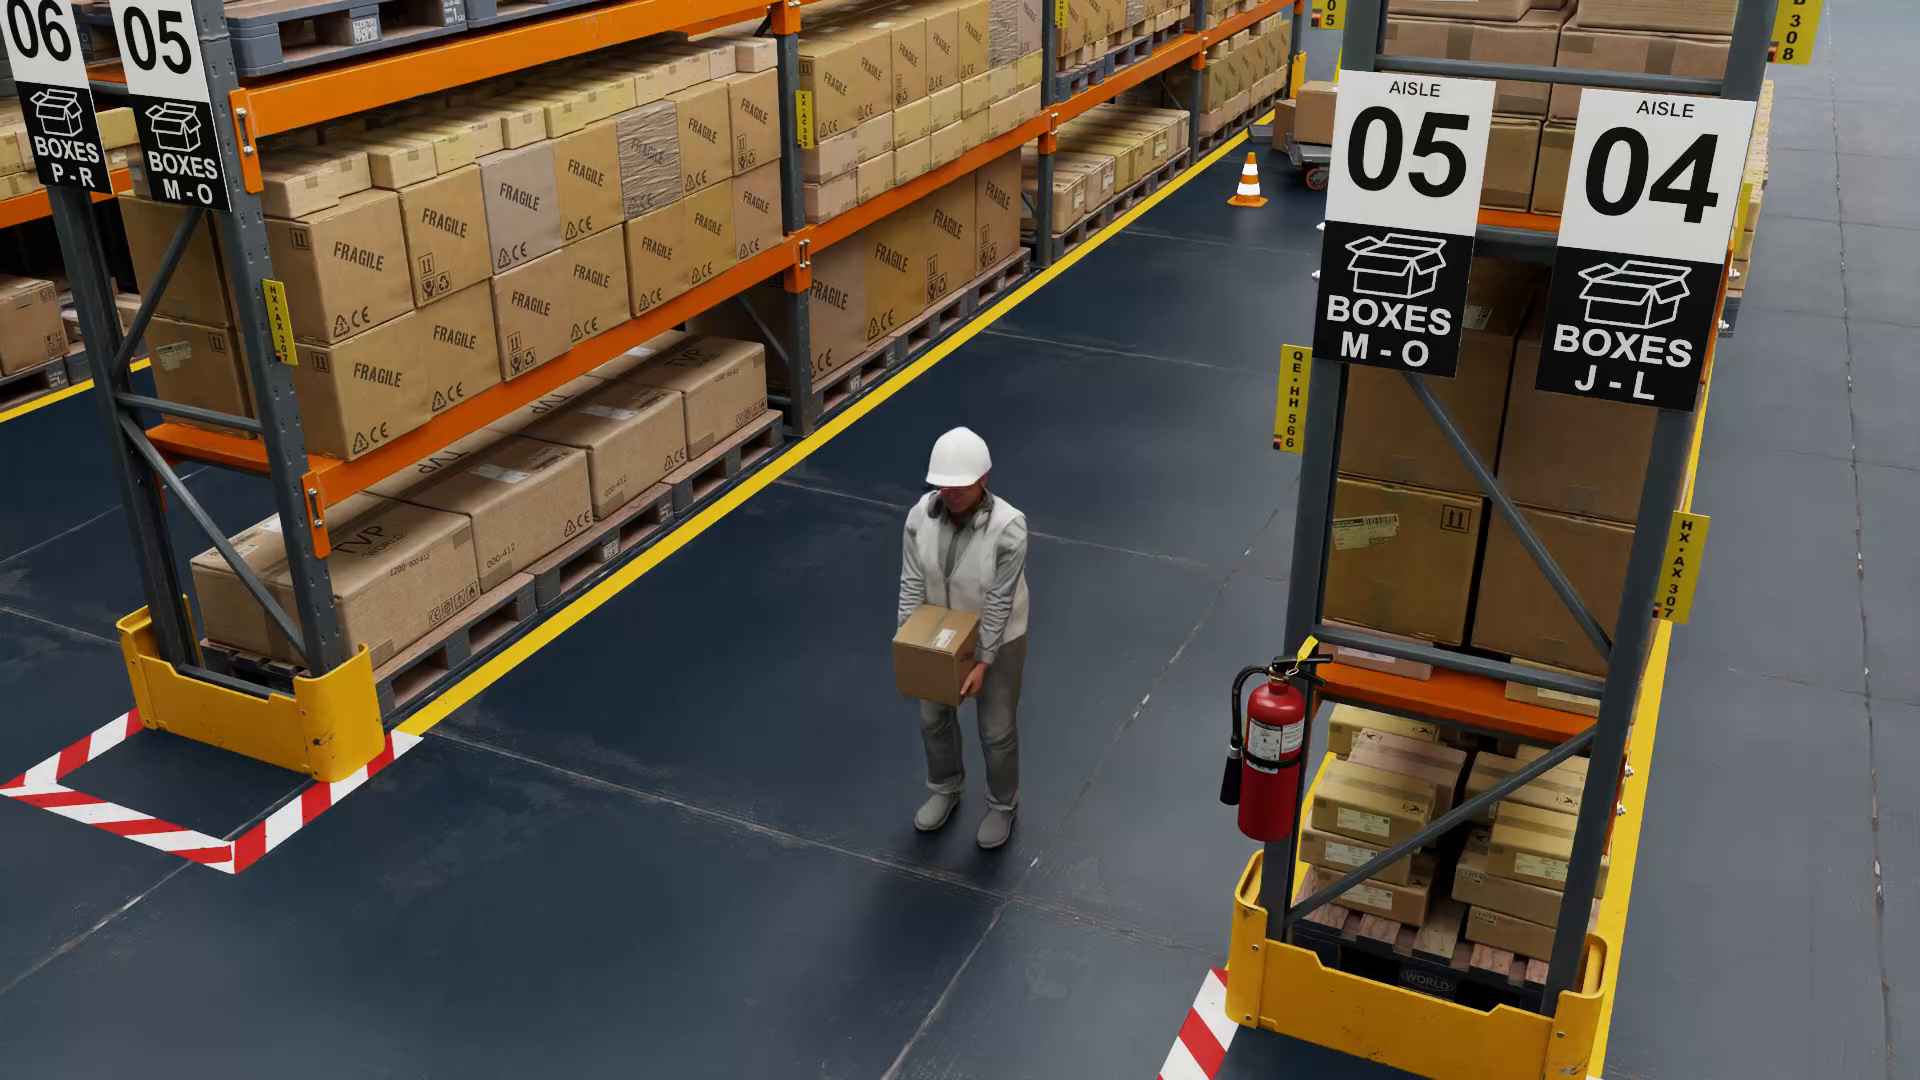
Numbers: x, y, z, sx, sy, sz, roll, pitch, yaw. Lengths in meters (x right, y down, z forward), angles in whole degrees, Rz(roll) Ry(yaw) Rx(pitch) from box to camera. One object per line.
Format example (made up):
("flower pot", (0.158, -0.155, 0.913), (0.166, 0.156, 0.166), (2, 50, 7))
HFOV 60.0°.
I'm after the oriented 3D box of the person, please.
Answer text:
("person", (0.018, 0.384, 6.319), (0.484, 1.756, 0.583), (11, 28, 21))
